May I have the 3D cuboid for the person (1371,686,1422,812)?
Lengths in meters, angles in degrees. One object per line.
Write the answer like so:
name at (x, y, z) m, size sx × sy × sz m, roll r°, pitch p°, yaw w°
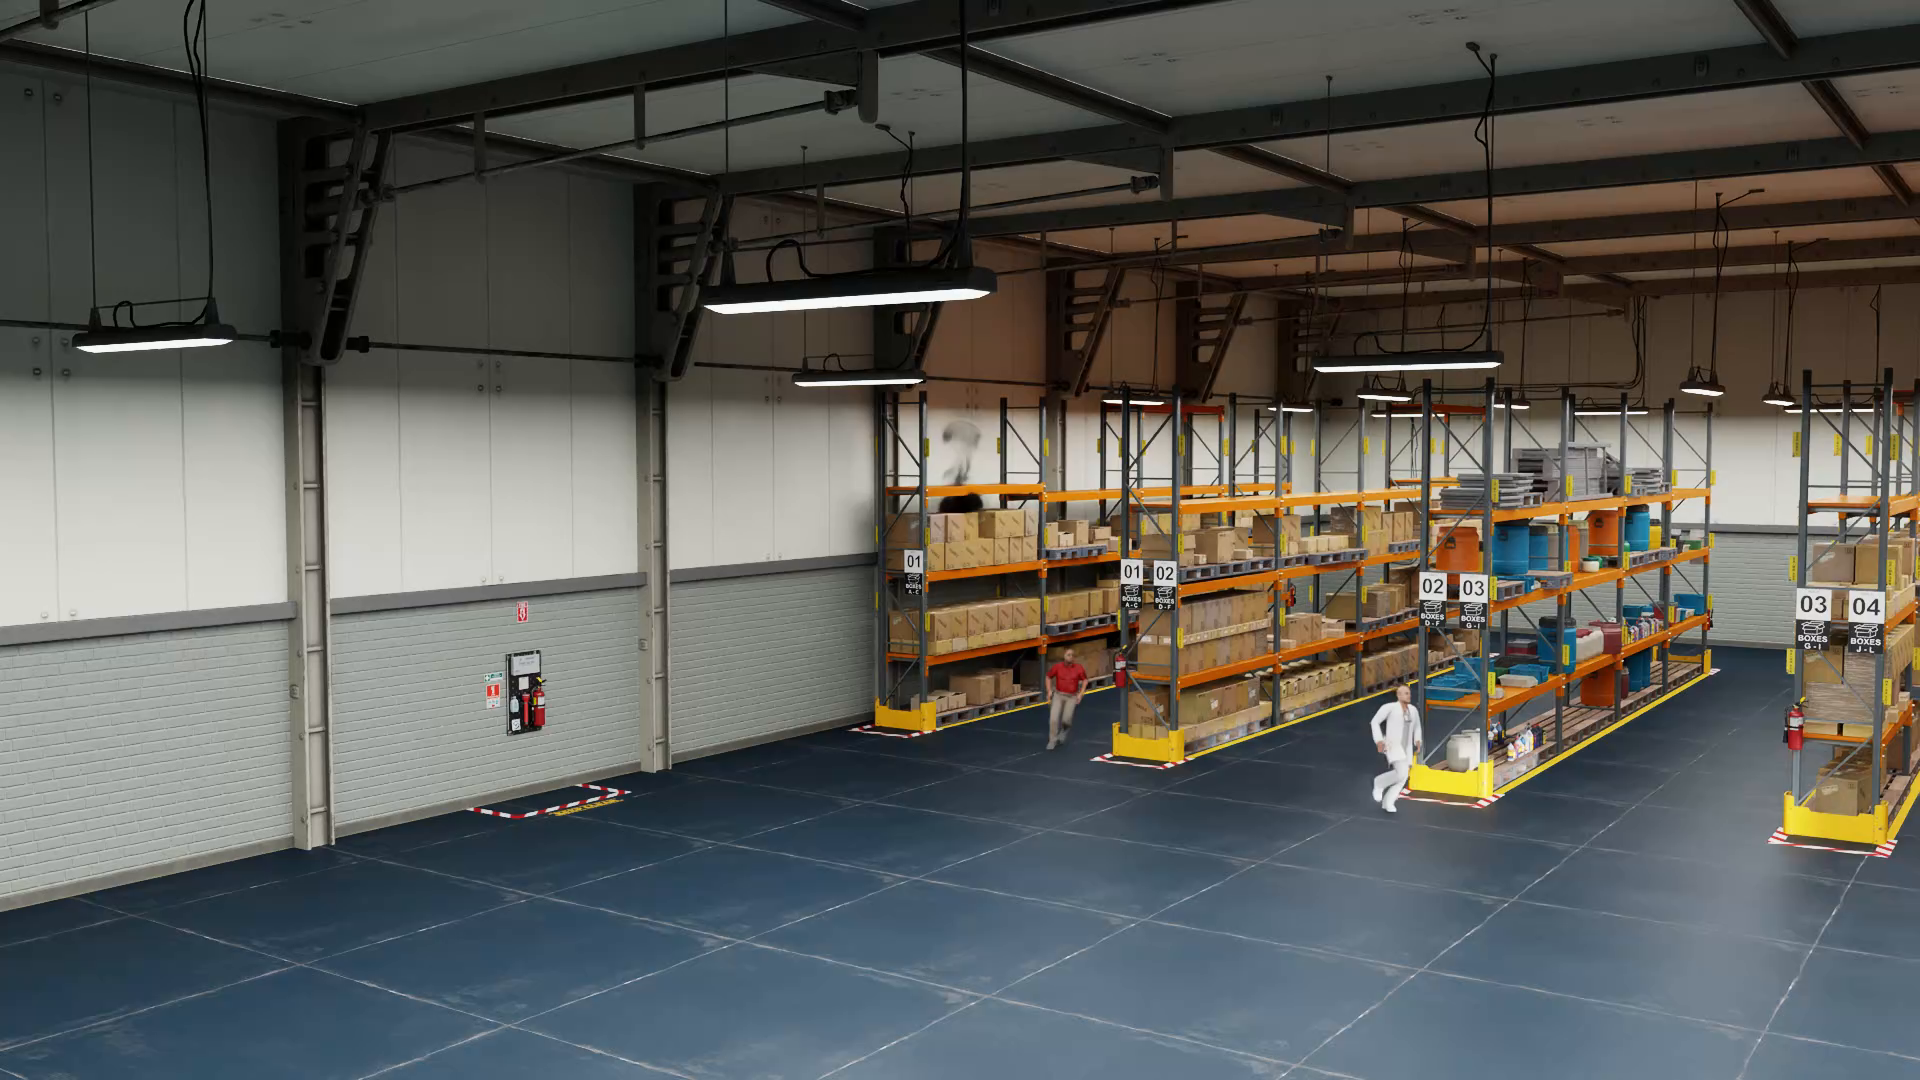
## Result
person at (6.103, 2.876, 22.952) m, size 0.736 × 1.698 × 0.523 m, roll -1°, pitch 3°, yaw -22°

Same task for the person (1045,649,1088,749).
person at (1.760, 2.644, 27.700) m, size 0.708 × 1.670 × 0.513 m, roll 0°, pitch 3°, yaw 8°
